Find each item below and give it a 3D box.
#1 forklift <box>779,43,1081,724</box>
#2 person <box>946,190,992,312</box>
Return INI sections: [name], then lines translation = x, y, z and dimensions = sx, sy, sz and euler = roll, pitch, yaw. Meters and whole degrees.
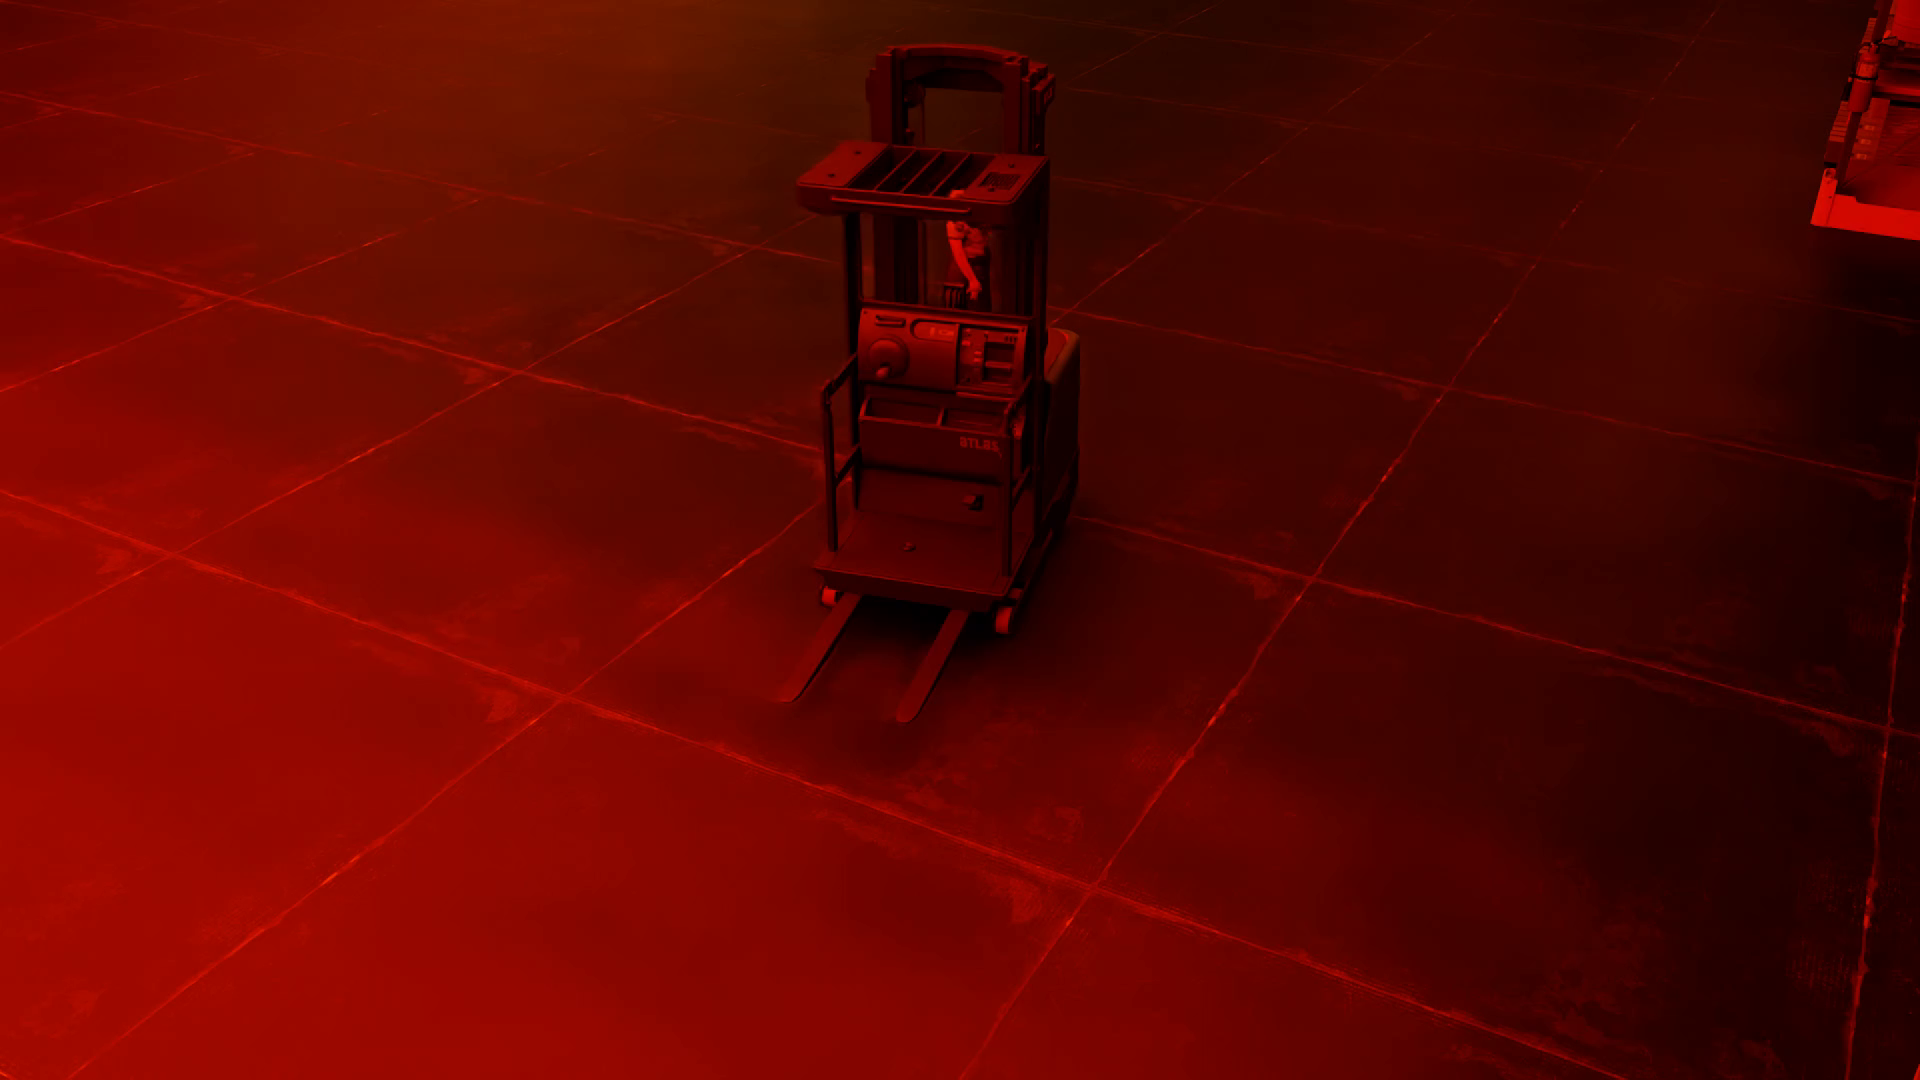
[forklift]
translation = -0.154, -0.966, 8.745
dimensions = 1.130, 2.935, 3.031
euler = 8, 31, 14
[person]
translation = 0.157, -1.843, 11.539
dimensions = 0.504, 1.654, 0.587
euler = 1, 30, 1
